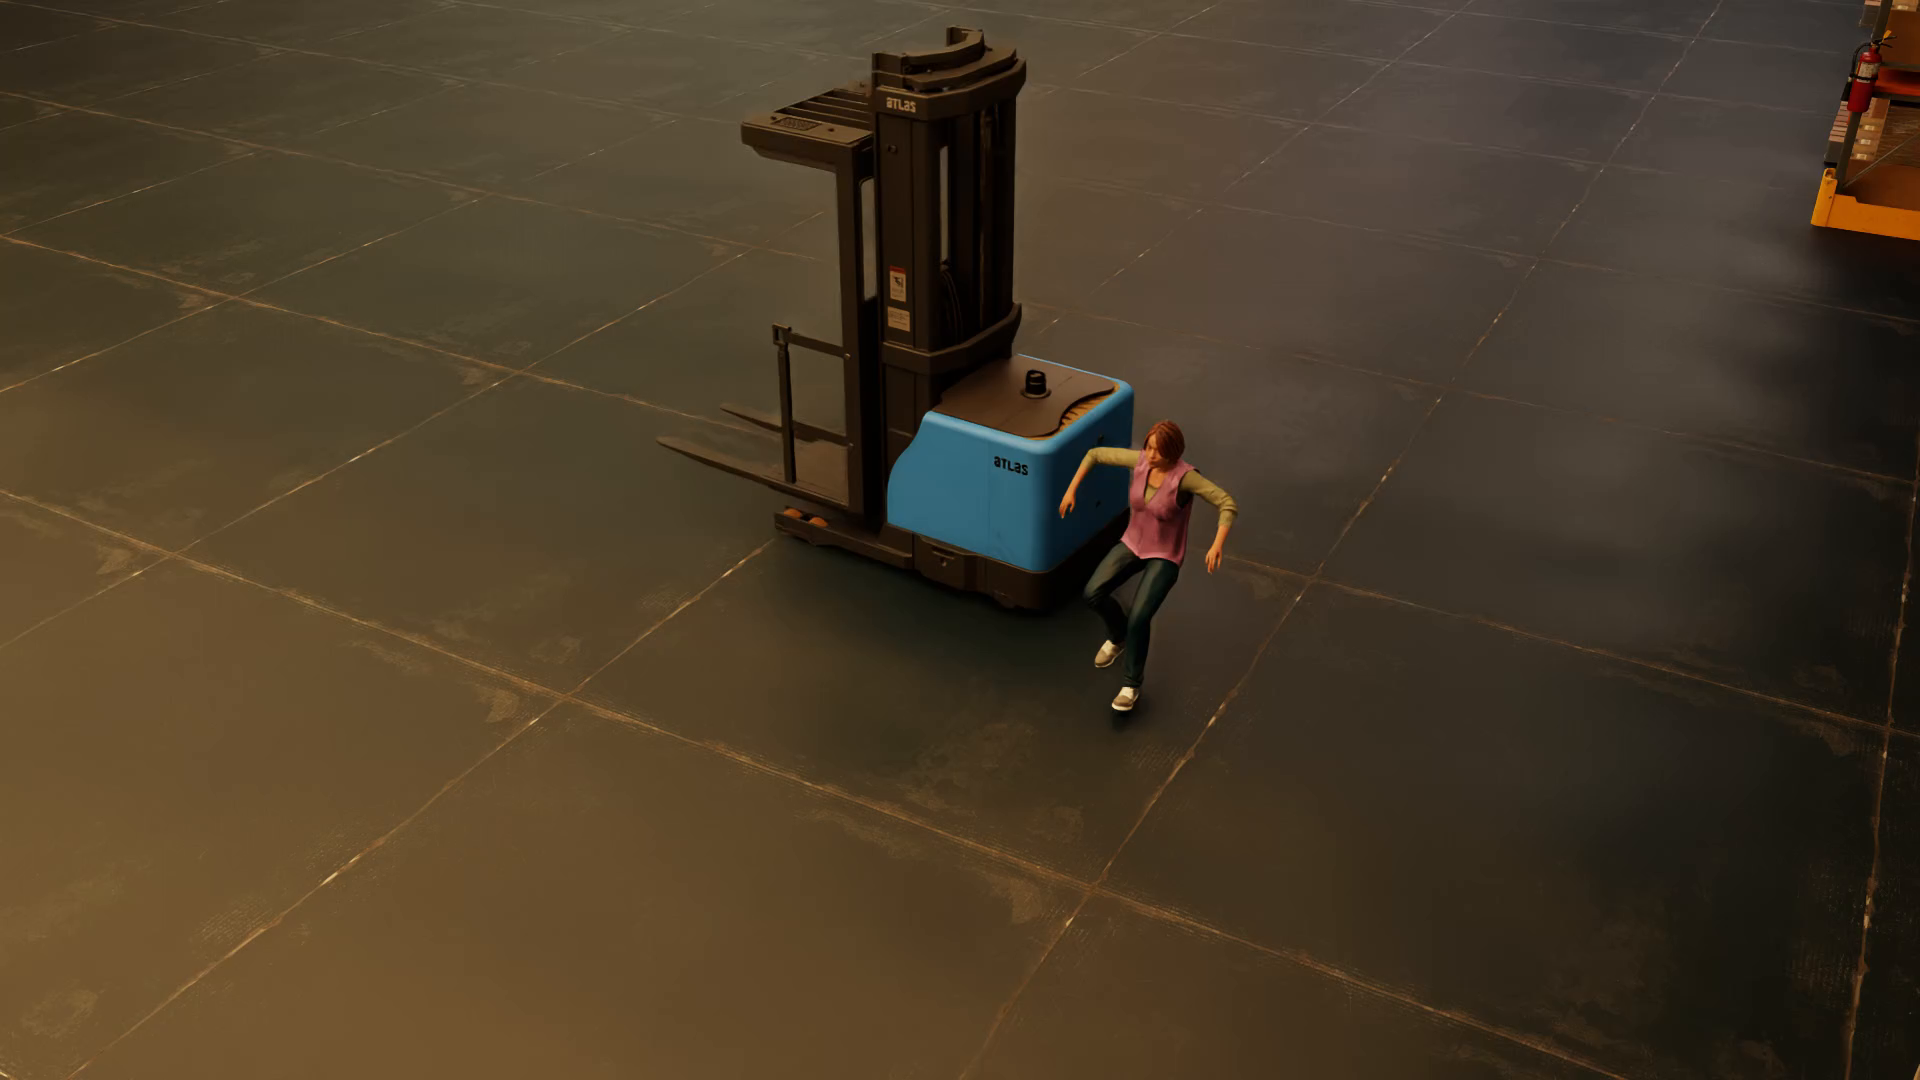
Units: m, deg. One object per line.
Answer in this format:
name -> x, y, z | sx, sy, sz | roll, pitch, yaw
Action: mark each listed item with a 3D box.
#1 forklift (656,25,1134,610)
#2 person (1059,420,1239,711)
forklift -> -0.512, -1.436, 9.559 | 3.031, 2.935, 1.130 | 18, 35, 29
person -> 0.898, 0.109, 8.378 | 0.957, 1.422, 0.691 | 23, 37, 34
